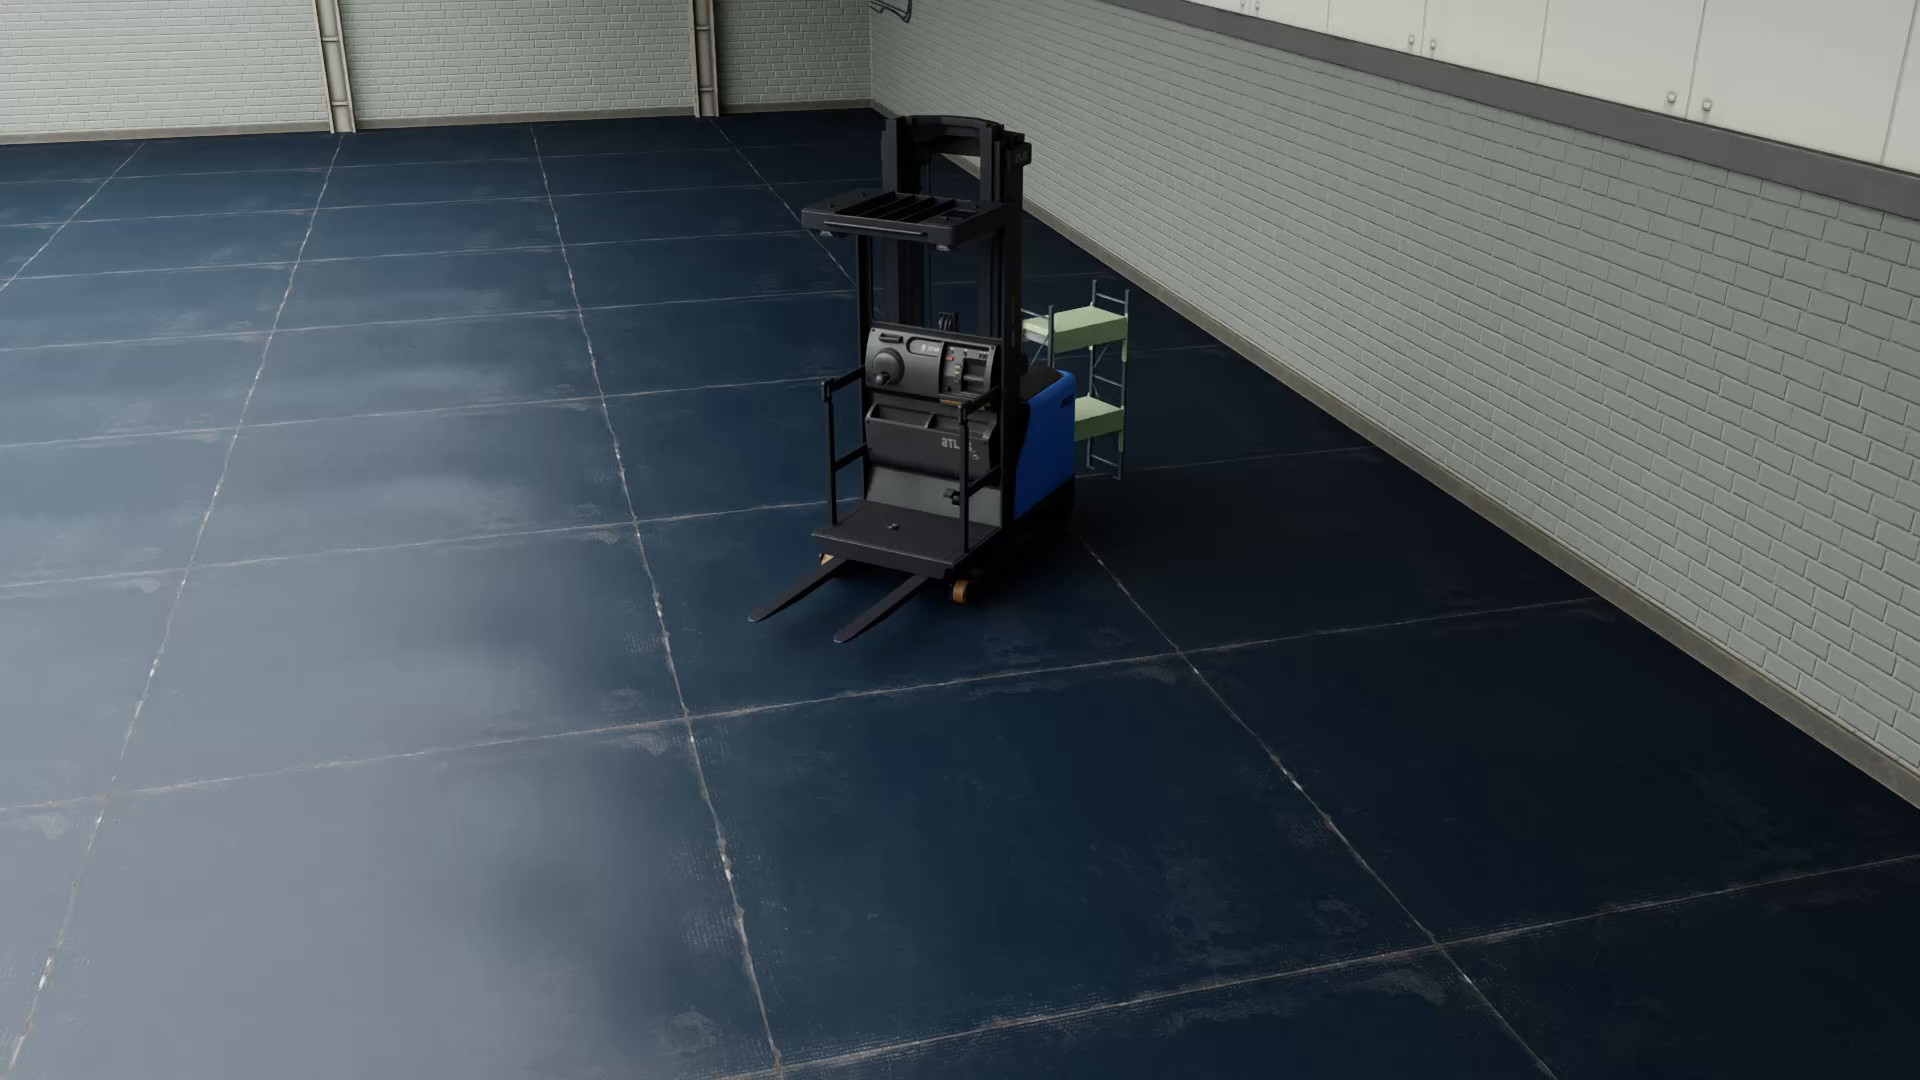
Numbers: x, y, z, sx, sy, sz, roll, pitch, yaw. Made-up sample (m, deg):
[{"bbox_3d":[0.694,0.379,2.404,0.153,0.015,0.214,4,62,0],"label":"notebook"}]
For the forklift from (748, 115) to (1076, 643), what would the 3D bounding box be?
[{"bbox_3d":[-0.290,-1.128,10.661,1.130,2.935,3.031,12,26,25],"label":"forklift"}]

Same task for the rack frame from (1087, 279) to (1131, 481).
[{"bbox_3d":[1.128,-1.209,12.666,0.023,1.500,0.400,-16,28,-33],"label":"rack frame"}]

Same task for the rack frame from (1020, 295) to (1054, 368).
[{"bbox_3d":[0.542,-1.036,12.263,0.023,1.500,0.400,-16,28,-33],"label":"rack frame"}]

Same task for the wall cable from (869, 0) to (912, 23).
[{"bbox_3d":[-1.223,-9.926,27.409,0.112,2.526,3.097,-6,24,-14],"label":"wall cable"}]

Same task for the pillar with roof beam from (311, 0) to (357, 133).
[{"bbox_3d":[-9.031,-9.268,21.937,0.400,9.000,9.100,-6,24,-14],"label":"pillar with roof beam"}]

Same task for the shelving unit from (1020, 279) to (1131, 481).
[{"bbox_3d":[0.835,-1.123,12.464,0.755,1.500,0.431,-16,28,-33],"label":"shelving unit"}]

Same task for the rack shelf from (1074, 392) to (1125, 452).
[{"bbox_3d":[0.835,-0.823,12.593,0.720,0.370,0.431,-16,28,-33],"label":"rack shelf"}]

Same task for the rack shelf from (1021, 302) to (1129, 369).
[{"bbox_3d":[0.835,-1.481,12.310,0.720,0.370,0.431,-16,28,-33],"label":"rack shelf"}]

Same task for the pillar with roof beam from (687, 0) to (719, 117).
[{"bbox_3d":[-3.254,-9.907,23.426,0.400,9.000,9.100,-6,24,-14],"label":"pillar with roof beam"}]
